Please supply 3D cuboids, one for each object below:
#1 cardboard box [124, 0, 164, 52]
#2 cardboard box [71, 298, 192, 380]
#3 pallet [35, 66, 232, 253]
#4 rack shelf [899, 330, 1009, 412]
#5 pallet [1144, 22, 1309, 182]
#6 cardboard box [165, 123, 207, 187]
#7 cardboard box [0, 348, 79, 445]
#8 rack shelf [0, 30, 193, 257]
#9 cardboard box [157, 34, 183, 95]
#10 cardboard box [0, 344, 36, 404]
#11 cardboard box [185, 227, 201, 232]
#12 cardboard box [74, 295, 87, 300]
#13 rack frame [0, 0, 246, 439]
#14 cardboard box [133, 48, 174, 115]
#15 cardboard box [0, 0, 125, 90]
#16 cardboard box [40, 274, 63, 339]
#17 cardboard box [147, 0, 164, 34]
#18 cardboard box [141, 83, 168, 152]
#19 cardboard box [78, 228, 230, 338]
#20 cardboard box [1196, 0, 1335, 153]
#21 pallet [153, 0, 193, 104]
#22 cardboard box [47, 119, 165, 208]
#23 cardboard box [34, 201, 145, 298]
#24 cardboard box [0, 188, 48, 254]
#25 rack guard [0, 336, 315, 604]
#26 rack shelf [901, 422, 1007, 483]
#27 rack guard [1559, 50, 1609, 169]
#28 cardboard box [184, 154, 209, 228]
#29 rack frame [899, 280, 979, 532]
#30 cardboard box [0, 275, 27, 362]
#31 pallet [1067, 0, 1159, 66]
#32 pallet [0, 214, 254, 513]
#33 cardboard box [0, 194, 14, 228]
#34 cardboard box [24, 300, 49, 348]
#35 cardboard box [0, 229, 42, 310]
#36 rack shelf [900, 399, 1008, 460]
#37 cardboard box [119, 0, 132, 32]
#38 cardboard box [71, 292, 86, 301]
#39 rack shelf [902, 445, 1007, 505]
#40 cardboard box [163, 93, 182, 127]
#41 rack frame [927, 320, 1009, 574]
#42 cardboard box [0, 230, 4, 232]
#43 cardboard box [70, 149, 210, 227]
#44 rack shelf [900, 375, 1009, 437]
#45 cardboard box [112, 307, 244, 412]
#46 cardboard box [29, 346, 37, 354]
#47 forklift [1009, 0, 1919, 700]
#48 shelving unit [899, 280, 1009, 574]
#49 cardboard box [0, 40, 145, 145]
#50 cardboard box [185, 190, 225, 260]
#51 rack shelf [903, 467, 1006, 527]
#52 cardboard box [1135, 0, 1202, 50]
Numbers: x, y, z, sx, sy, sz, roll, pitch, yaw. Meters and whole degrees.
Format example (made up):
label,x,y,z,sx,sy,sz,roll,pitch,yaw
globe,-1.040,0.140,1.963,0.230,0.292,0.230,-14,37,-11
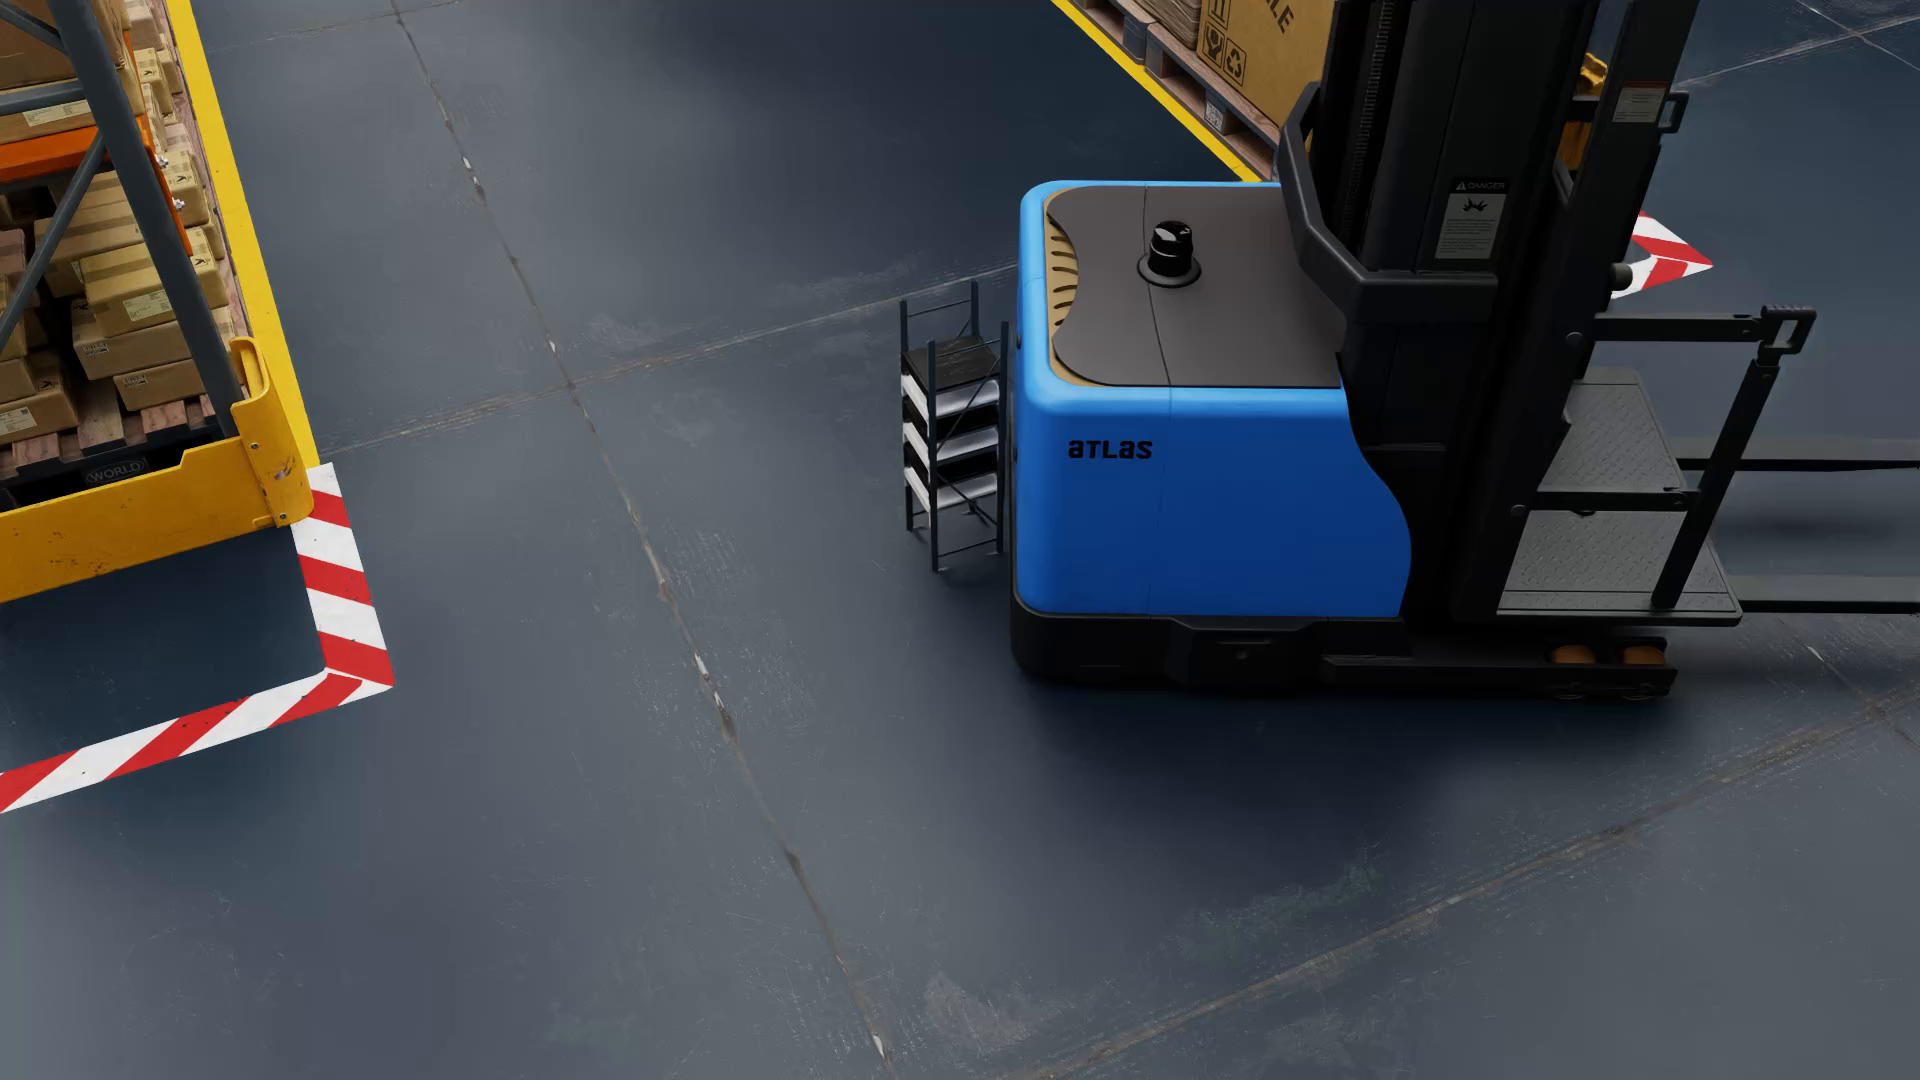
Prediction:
label,x,y,z,sx,sy,sz,roll,pitch,yaw
cardboard box,-3.310,-1.968,6.416,0.380,0.149,0.250,-20,48,-19
cardboard box,-2.616,-0.682,5.324,0.380,0.149,0.250,-16,47,-16
pallet,-3.479,-1.392,6.510,1.003,0.211,1.213,-18,47,-17
rack shelf,-0.018,-0.485,4.764,0.258,0.077,0.200,-17,47,-16
pallet,1.507,-1.926,7.051,1.003,0.211,1.213,-18,47,-17
cardboard box,-3.081,-1.408,6.272,0.380,0.149,0.250,-20,48,-19
cardboard box,-3.039,-0.440,5.291,0.380,0.149,0.250,-17,47,-17
rack shelf,-3.470,-2.050,5.704,1.077,0.370,4.000,-18,47,-17
cardboard box,-3.401,-1.906,6.777,0.380,0.149,0.250,-18,47,-17
cardboard box,-3.110,-0.524,5.165,0.380,0.149,0.250,-19,48,-18
cardboard box,-2.680,-0.873,5.518,0.380,0.149,0.250,-18,47,-18
cardboard box,-2.743,-0.737,5.592,0.380,0.149,0.250,-18,47,-18
rack frame,-2.629,-1.032,4.160,1.000,3.000,0.127,-18,47,-17
cardboard box,-3.112,-1.645,6.089,0.380,0.149,0.250,-17,47,-17
cardboard box,-2.567,-1.541,4.393,0.500,0.500,0.500,-16,47,-16
cardboard box,-3.272,-0.768,5.623,0.380,0.149,0.250,-18,47,-18
cardboard box,-3.634,-2.226,7.102,0.380,0.149,0.250,-20,48,-19
cardboard box,-3.043,-1.464,5.905,0.380,0.149,0.250,-16,47,-16
cardboard box,-2.541,-0.812,5.245,0.380,0.149,0.250,-20,48,-19
cardboard box,1.572,-2.209,6.567,0.875,0.875,0.875,-18,47,-17
pallet,-3.996,-2.170,7.299,1.003,0.211,1.213,-18,47,-17
cardboard box,-2.935,-1.284,5.723,0.380,0.149,0.250,-20,48,-19
cardboard box,-2.766,-0.952,5.387,0.380,0.149,0.250,-17,47,-17
cardboard box,-3.349,-1.057,5.704,0.380,0.149,0.250,-19,48,-18
rack guard,-2.661,-0.190,5.087,1.175,0.500,0.348,-18,47,-17
rack shelf,-0.018,-0.293,4.954,0.258,0.077,0.200,-17,47,-16
rack guard,1.924,-1.527,6.442,1.175,0.500,0.348,-18,47,-17
cardboard box,-2.873,-1.198,5.848,0.380,0.149,0.250,-17,47,-16
rack frame,-0.058,-0.382,4.997,0.240,0.900,0.006,-17,47,-16
cardboard box,-3.081,-0.641,5.071,0.380,0.149,0.250,-18,47,-17
pallet,0.998,-2.702,7.838,1.003,0.211,1.213,-18,47,-17
pallet,-2.970,-0.616,5.724,1.003,0.211,1.213,-18,47,-17
cardboard box,-3.410,-1.129,5.566,0.380,0.149,0.250,-20,48,-19
cardboard box,-3.171,-0.707,5.350,0.380,0.149,0.250,-19,48,-18
cardboard box,-3.135,-0.818,5.250,0.380,0.149,0.250,-17,47,-17
rack shelf,-0.018,-0.357,4.891,0.258,0.077,0.200,-17,47,-16
cardboard box,-2.677,-1.583,4.897,0.380,0.149,0.250,-19,48,-19
cardboard box,-2.854,-0.894,5.751,0.380,0.149,0.250,-18,47,-17
rack shelf,-0.018,-0.229,5.017,0.258,0.077,0.200,-17,47,-16
cardboard box,-3.221,-1.577,6.443,0.380,0.149,0.250,-18,47,-17
rack frame,0.023,-0.251,4.864,0.240,0.900,0.006,-17,47,-16
cardboard box,-3.330,-0.855,5.500,0.380,0.149,0.250,-20,48,-19
cardboard box,-2.756,-1.151,5.588,0.380,0.149,0.250,-18,47,-18
rack shelf,-0.018,-0.421,4.828,0.258,0.077,0.200,-17,47,-16
cardboard box,-2.559,-0.595,5.448,0.380,0.149,0.250,-17,47,-17
cardboard box,-3.239,-0.574,5.427,0.380,0.149,0.250,-17,47,-16
forklift,1.669,-0.962,4.138,3.031,2.935,1.130,1,45,1
shelving unit,-0.018,-0.317,4.931,0.258,0.900,0.210,-17,47,-16
cardboard box,-2.468,-1.245,4.555,0.380,0.149,0.250,-18,48,-18
cardboard box,-2.862,-1.089,5.949,0.380,0.149,0.250,-17,47,-17
rack shelf,-0.018,-0.165,5.080,0.258,0.077,0.200,-17,47,-16
cardboard box,1.190,-2.789,7.155,0.875,0.875,0.875,-18,47,-17
